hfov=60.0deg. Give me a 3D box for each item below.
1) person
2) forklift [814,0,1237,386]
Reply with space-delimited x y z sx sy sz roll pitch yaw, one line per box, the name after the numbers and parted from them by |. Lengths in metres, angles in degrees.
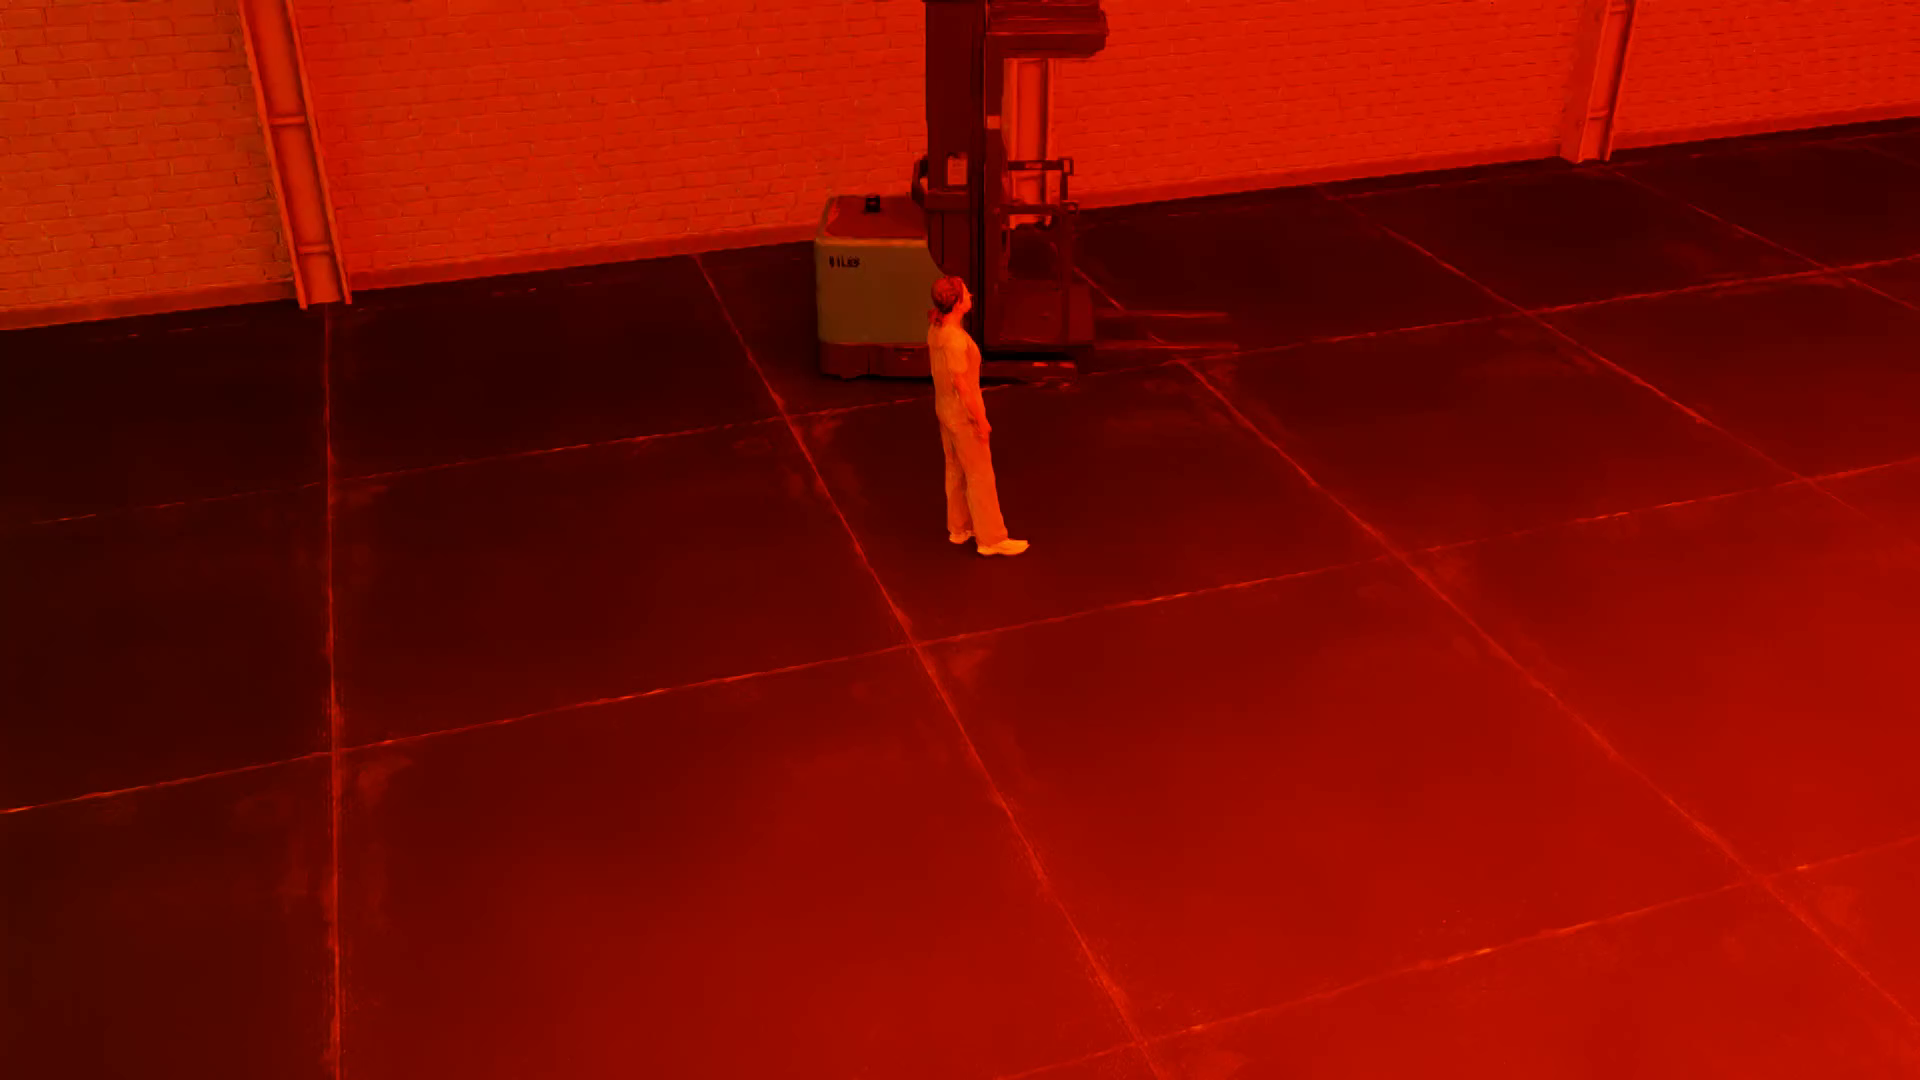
0.074 -0.738 9.614 0.548 1.674 0.550 -10 31 -16 | person
0.492 -2.648 11.689 3.031 2.935 1.130 1 30 1 | forklift
